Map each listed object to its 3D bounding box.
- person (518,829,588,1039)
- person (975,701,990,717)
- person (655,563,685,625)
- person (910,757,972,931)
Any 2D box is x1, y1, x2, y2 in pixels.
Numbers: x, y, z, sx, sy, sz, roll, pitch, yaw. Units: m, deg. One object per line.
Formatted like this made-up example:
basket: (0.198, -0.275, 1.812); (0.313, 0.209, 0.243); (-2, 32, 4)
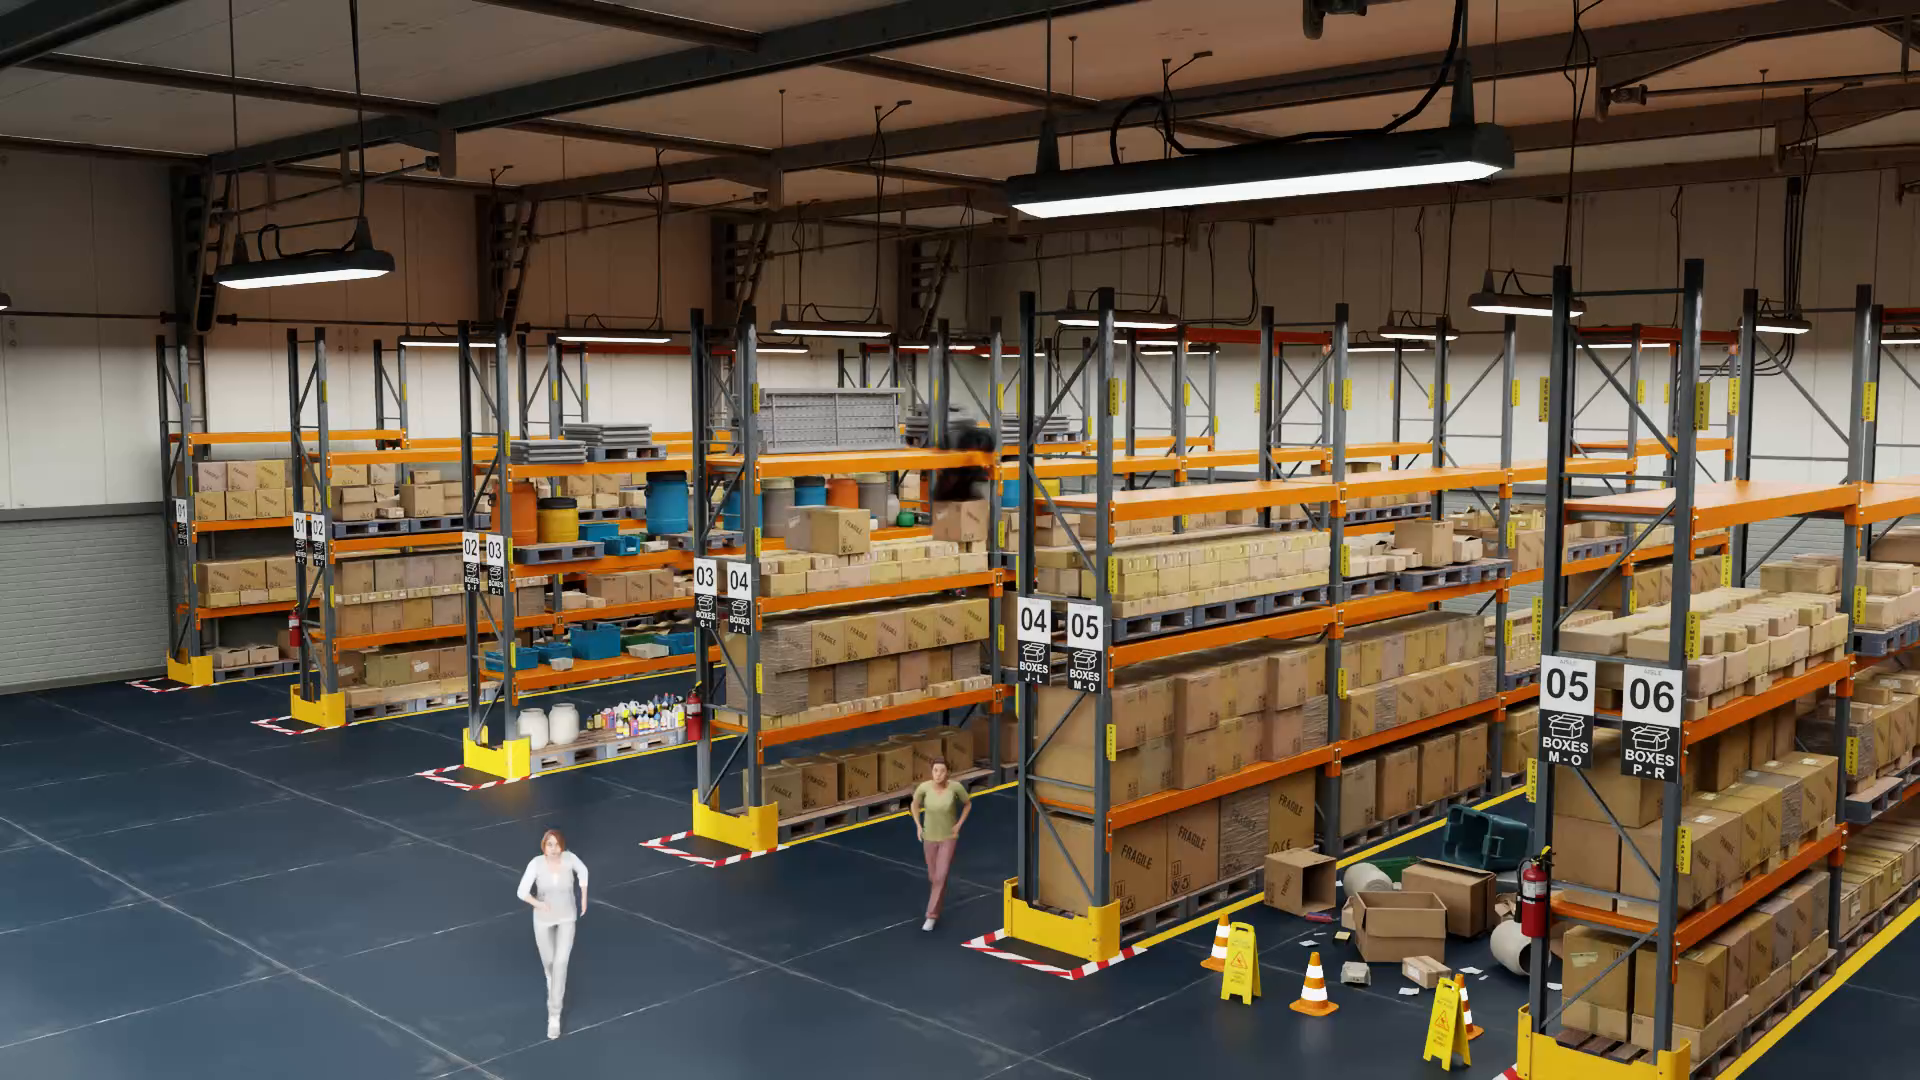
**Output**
person: (-3.297, 3.106, 13.512); (0.563, 1.597, 0.931); (-1, 6, -15)
person: (0.302, 1.791, 23.783); (0.705, 1.755, 0.618); (4, 7, 36)
person: (-5.881, 1.149, 33.458); (0.735, 1.757, 0.922); (3, 6, 33)
person: (-0.182, 2.861, 16.022); (0.591, 1.630, 0.831); (0, 5, 1)
